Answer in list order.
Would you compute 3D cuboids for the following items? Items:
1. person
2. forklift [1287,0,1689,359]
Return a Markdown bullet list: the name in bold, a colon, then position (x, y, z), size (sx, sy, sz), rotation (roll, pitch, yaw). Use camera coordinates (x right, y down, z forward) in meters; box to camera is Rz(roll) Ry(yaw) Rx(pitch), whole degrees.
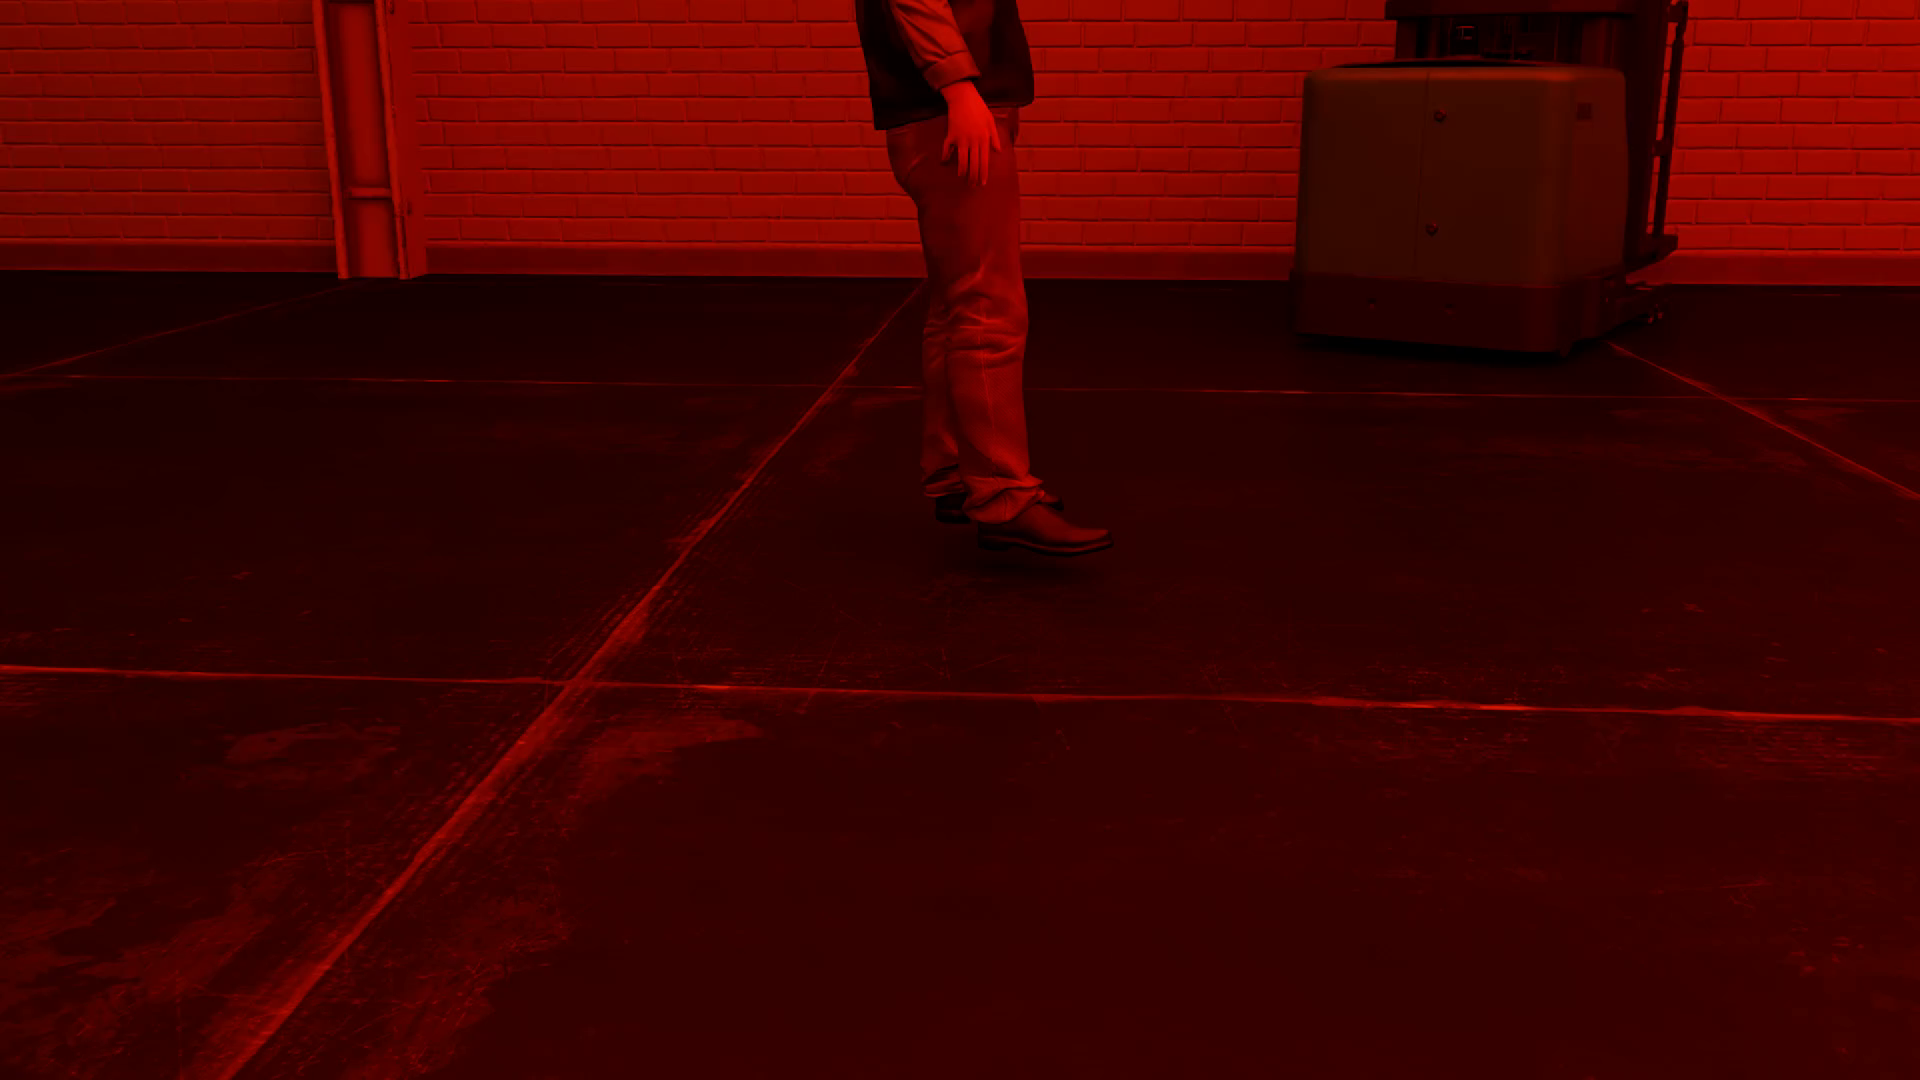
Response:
- **person**: position (0.062, -0.873, 3.564), size (0.566, 1.722, 0.633), rotation (1, 15, 4)
- **forklift**: position (2.536, -2.422, 7.139), size (1.130, 2.935, 3.031), rotation (10, 18, 32)
